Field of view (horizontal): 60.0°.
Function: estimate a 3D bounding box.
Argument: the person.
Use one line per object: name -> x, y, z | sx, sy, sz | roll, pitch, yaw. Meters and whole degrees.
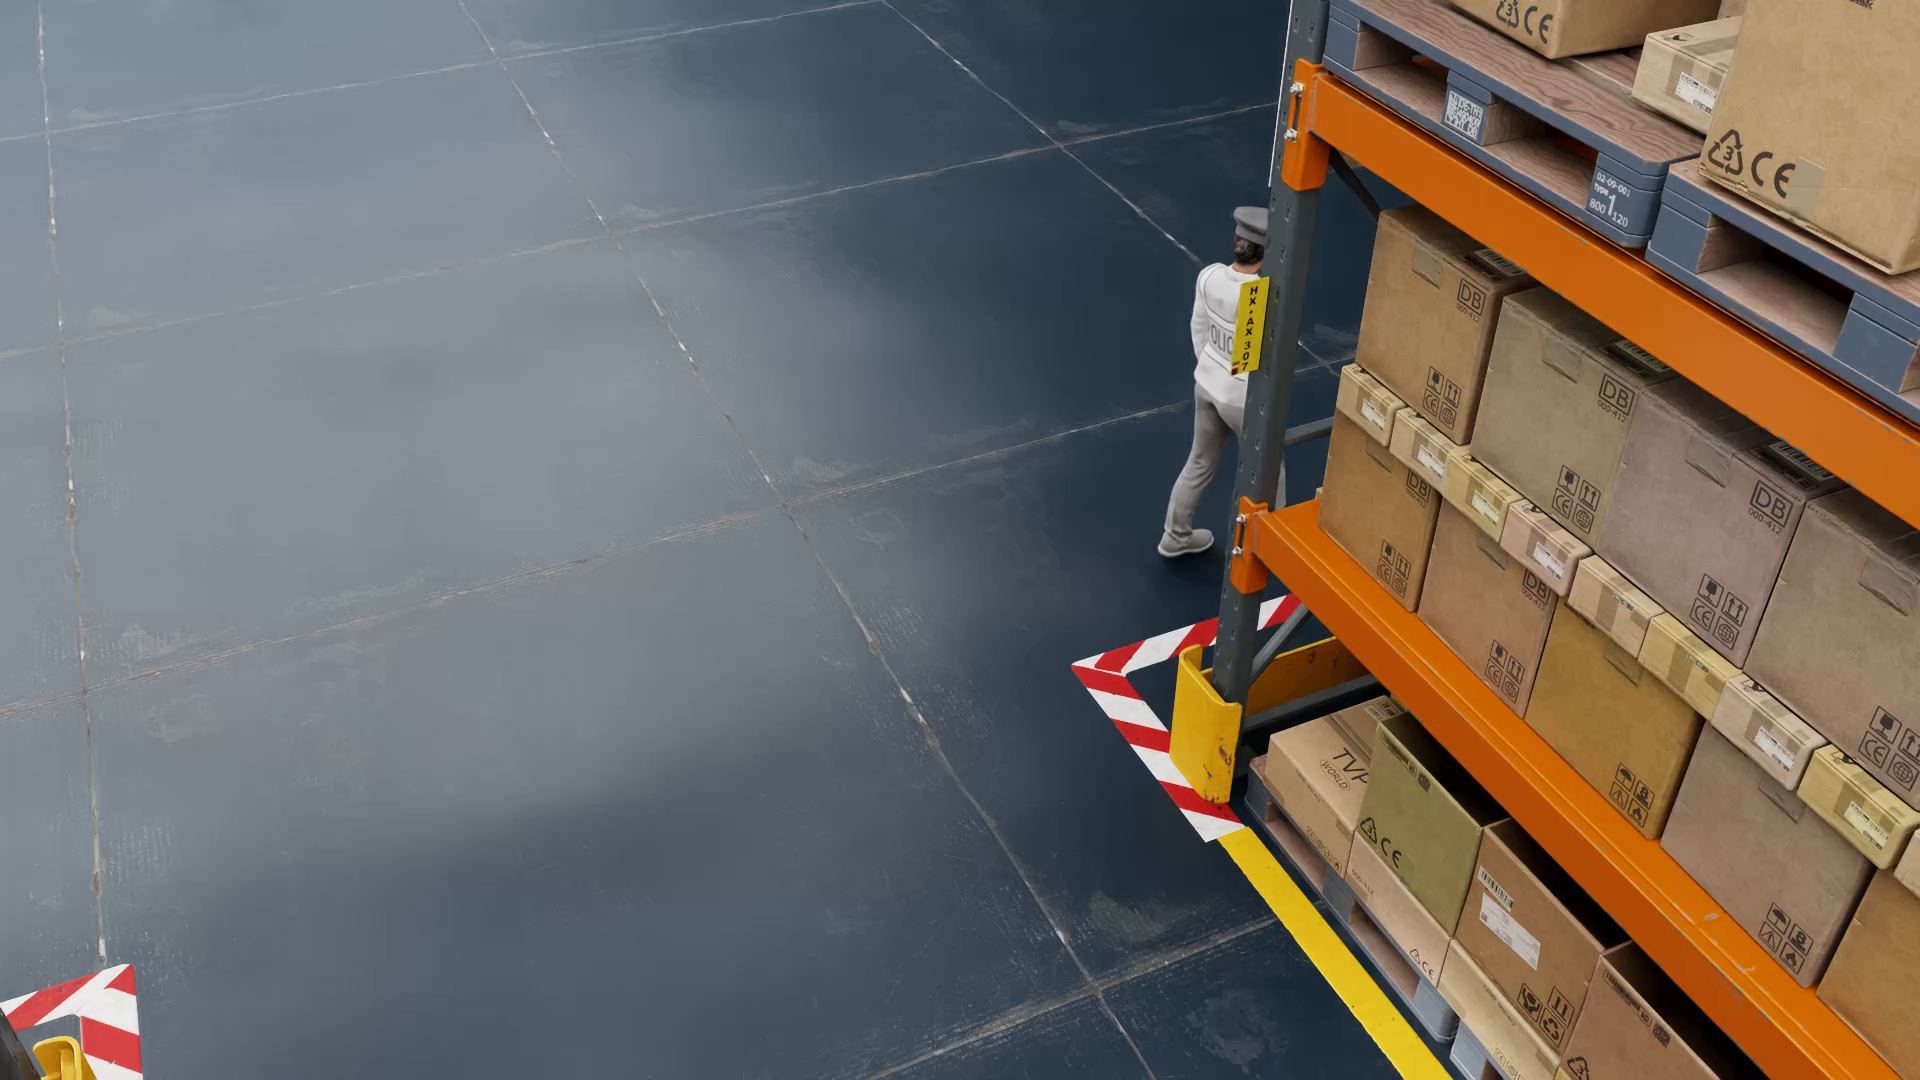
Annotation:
person -> 1.229, -0.635, 6.950 | 0.694, 1.650, 0.523 | -19, 41, -23
